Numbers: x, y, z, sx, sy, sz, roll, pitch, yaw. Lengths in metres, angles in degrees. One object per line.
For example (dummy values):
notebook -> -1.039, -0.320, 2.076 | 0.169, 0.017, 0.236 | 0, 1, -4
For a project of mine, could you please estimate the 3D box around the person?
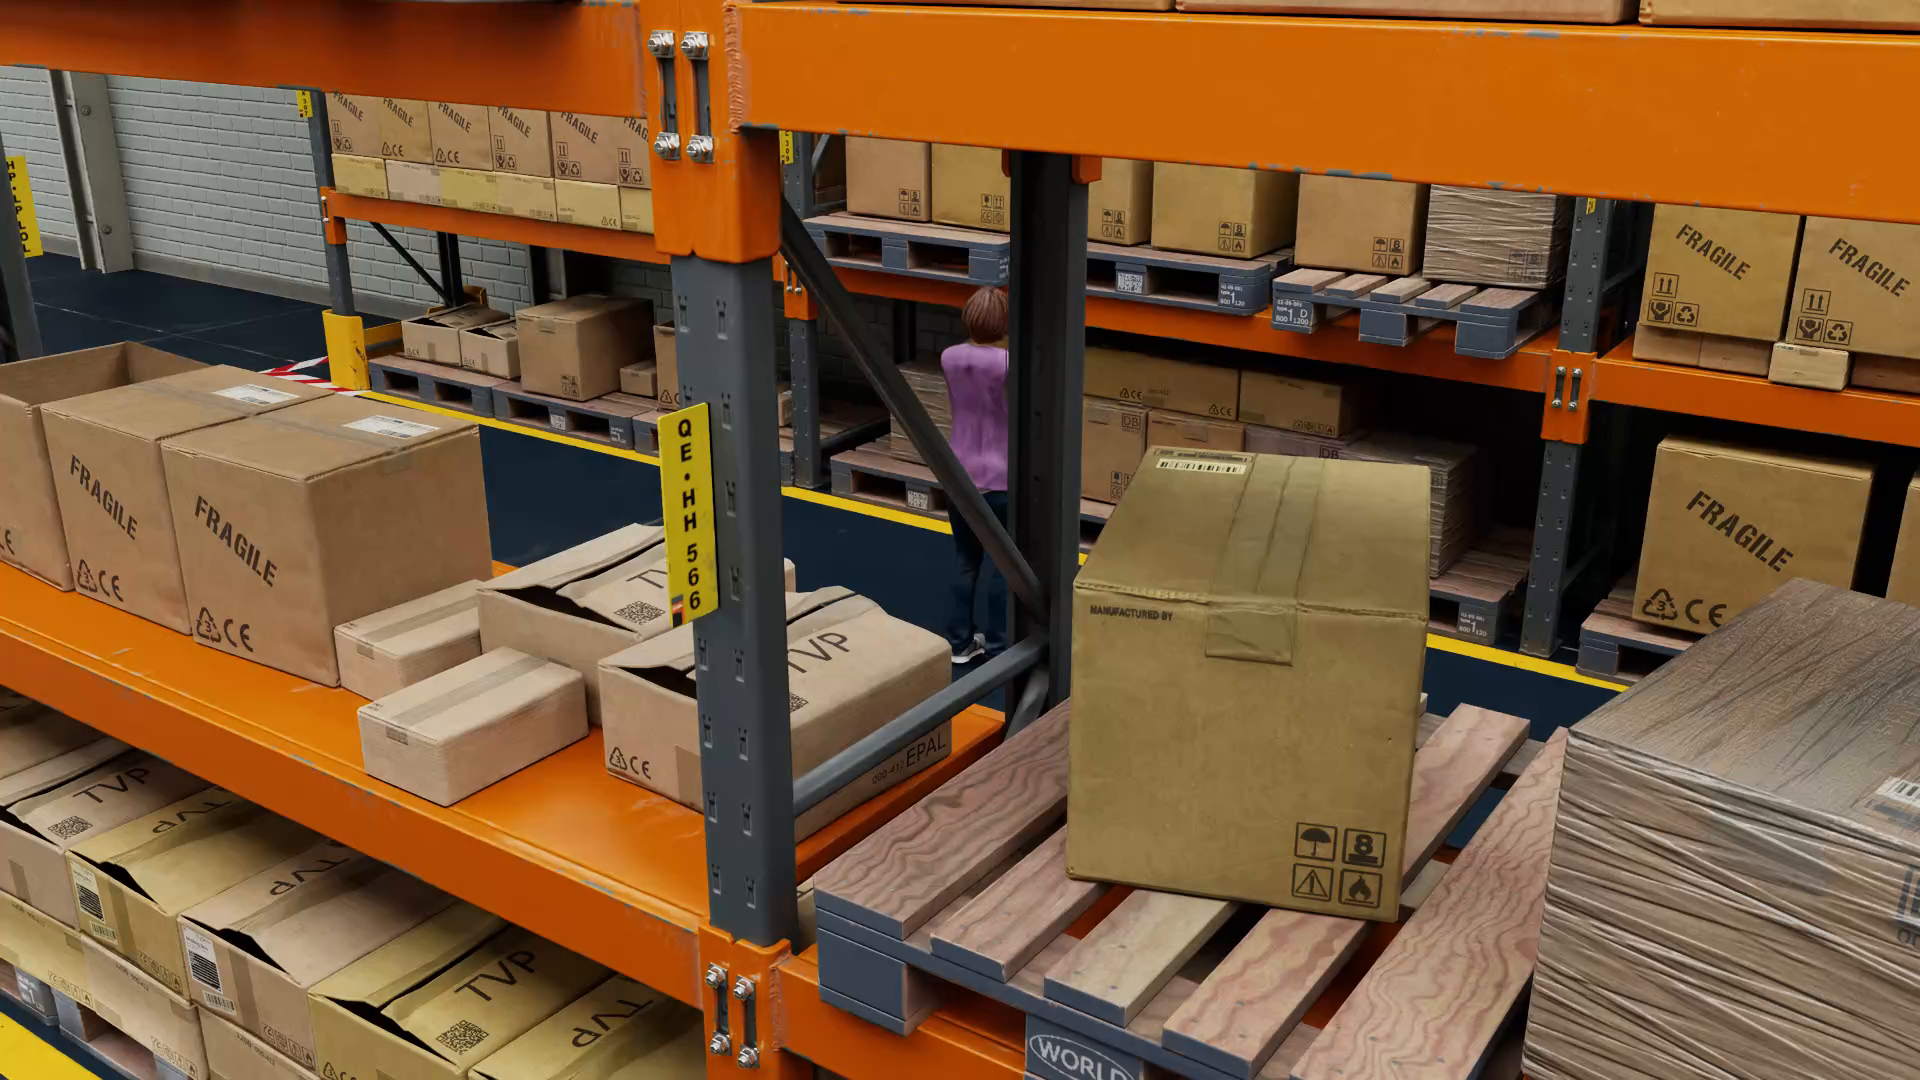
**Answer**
person -> 0.148, -0.249, 6.783 | 0.375, 1.592, 0.503 | 13, 24, 31
